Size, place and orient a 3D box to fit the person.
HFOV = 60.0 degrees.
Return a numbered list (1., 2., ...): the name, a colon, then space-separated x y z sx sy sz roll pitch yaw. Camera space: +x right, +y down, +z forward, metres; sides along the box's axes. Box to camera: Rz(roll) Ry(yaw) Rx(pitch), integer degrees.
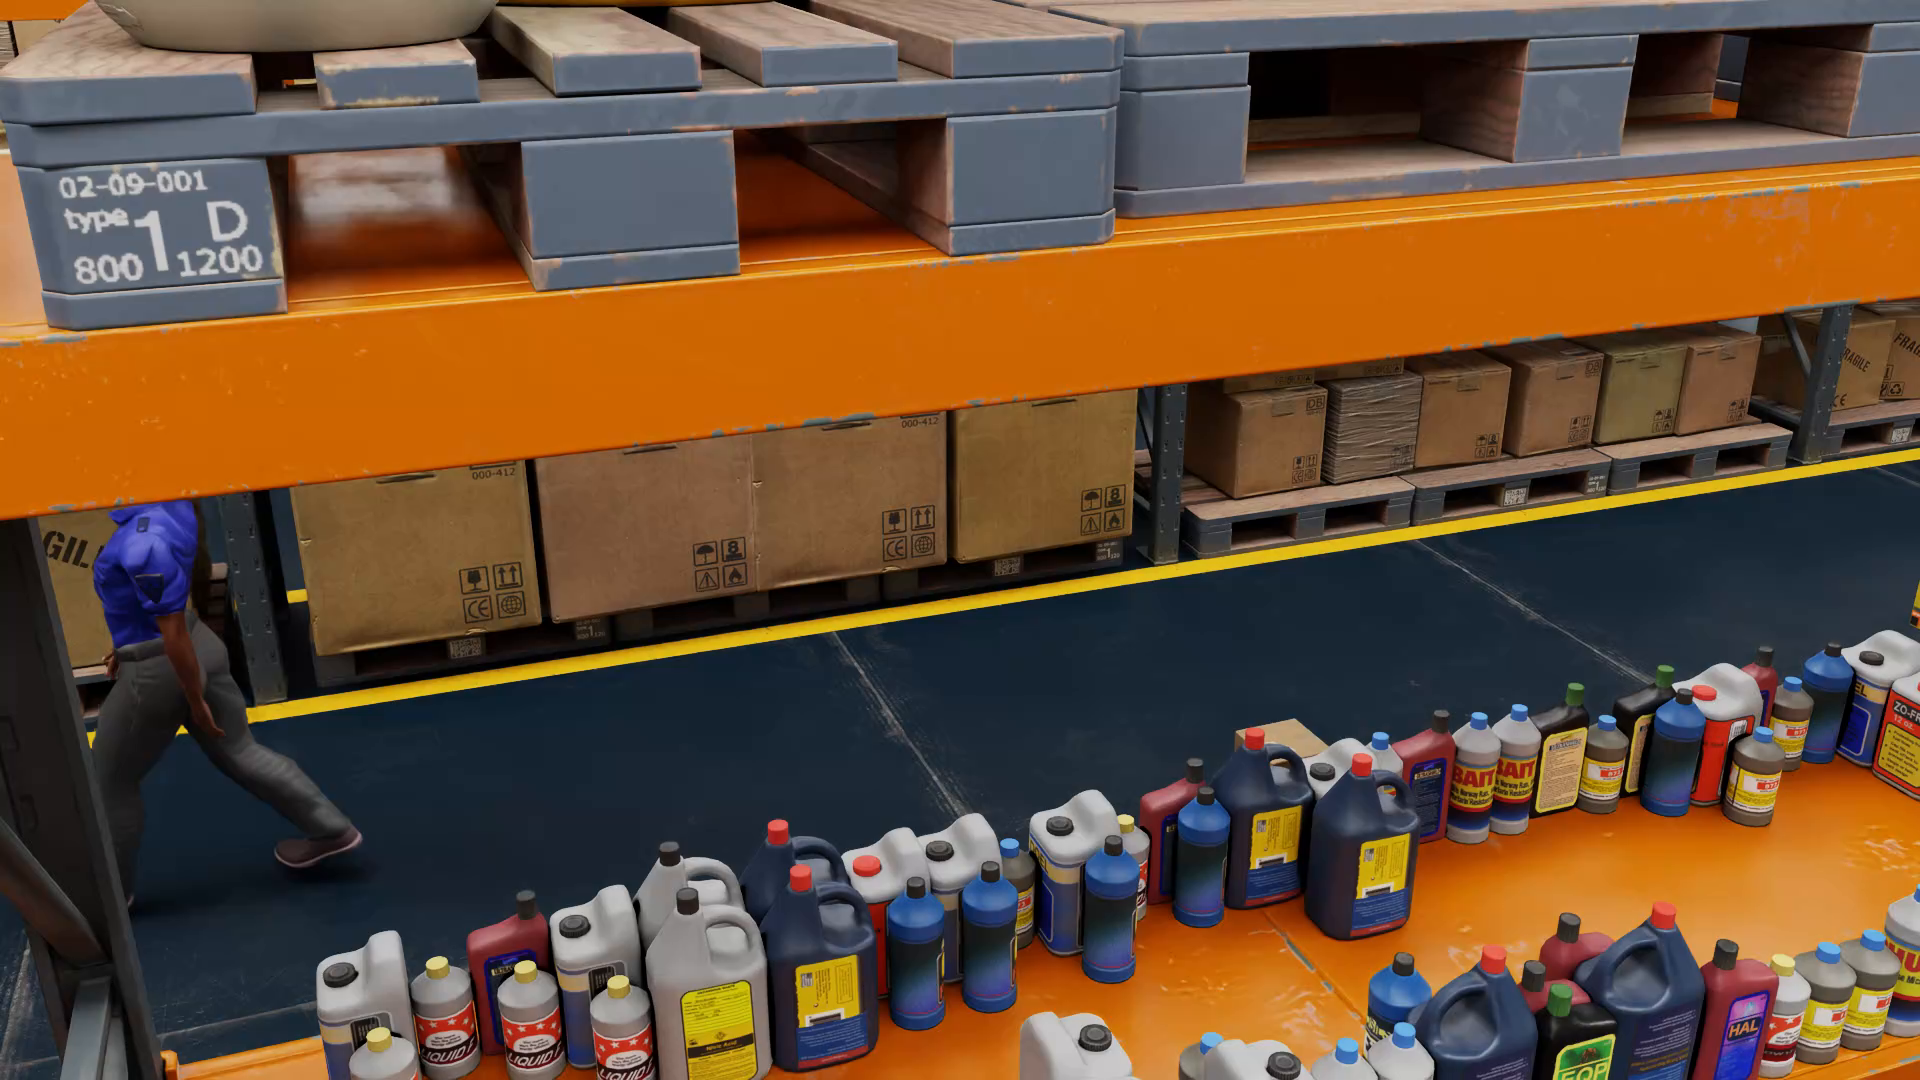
1. person: -2.484 0.397 5.145 0.973 1.602 0.444 -2 23 -5
